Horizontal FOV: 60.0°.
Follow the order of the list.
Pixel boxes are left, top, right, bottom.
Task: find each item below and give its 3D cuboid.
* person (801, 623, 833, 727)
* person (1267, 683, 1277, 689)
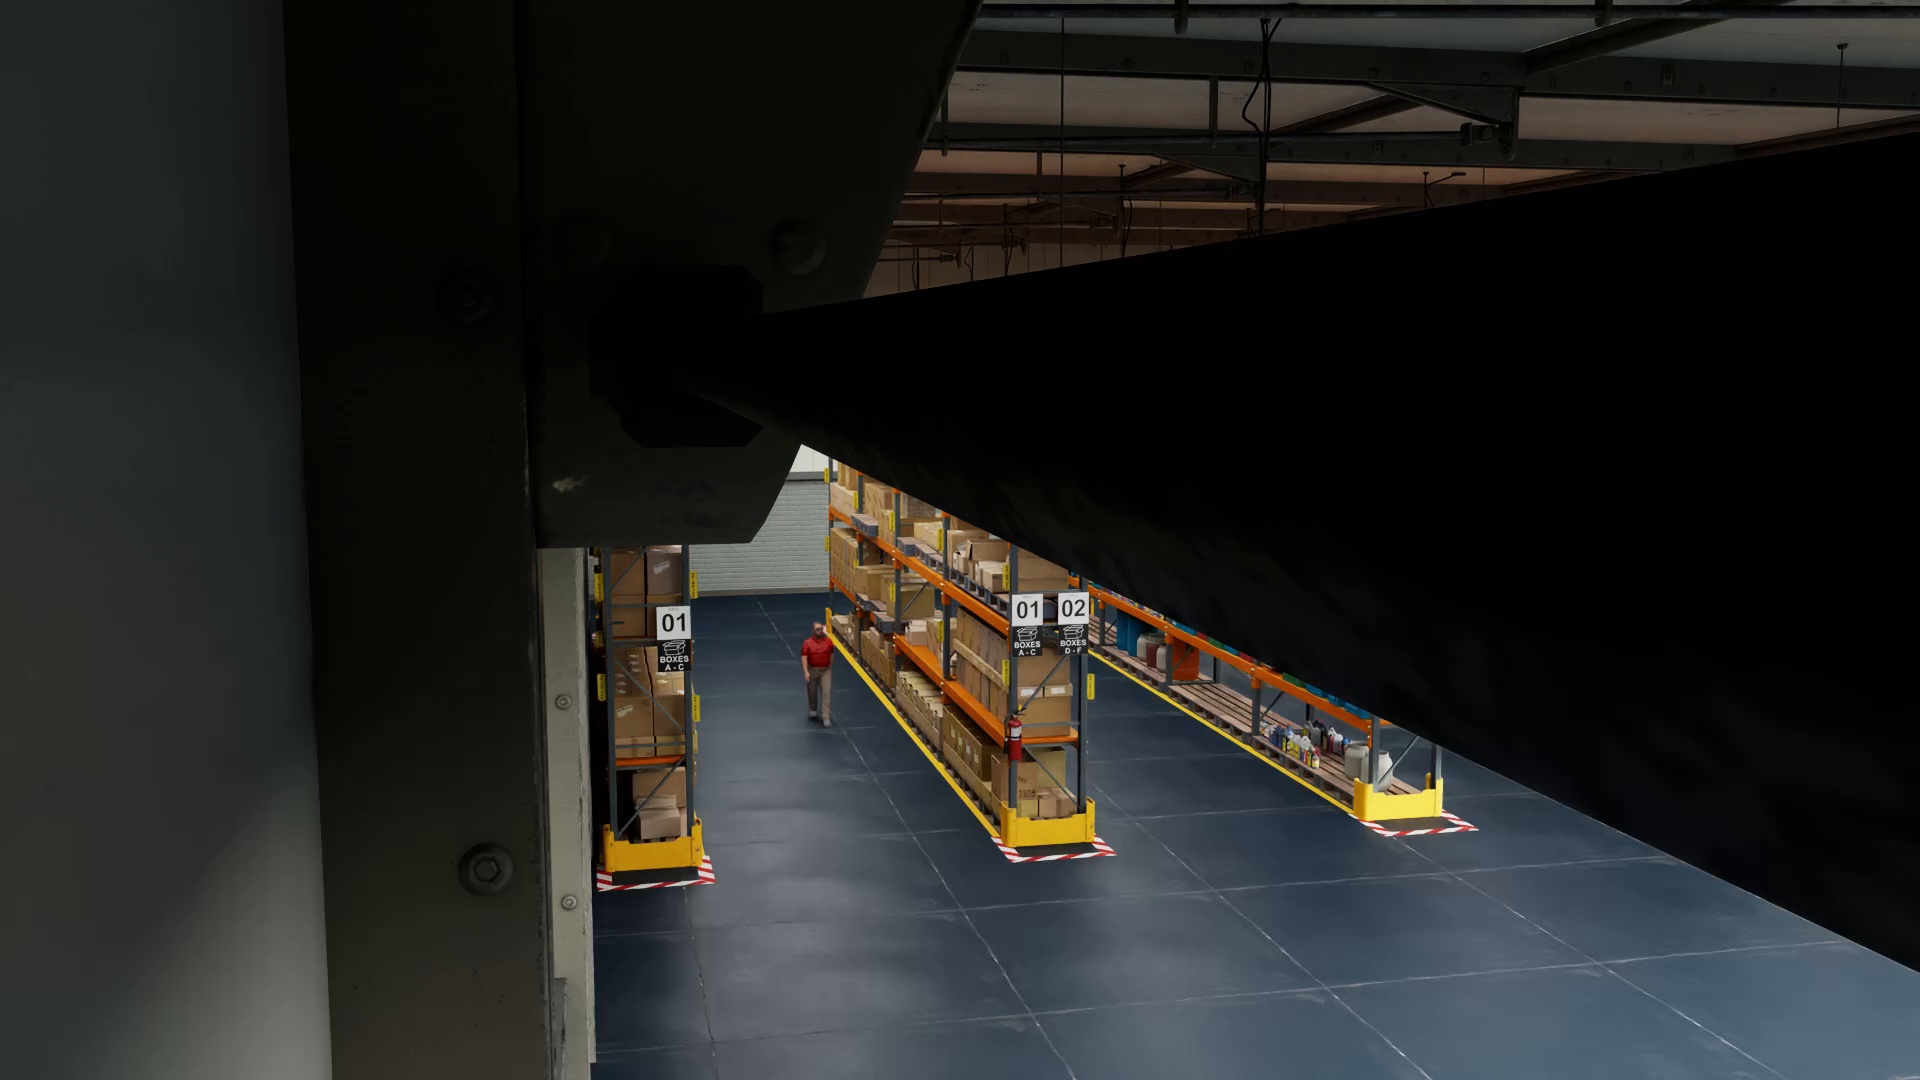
[{"bbox_3d":[-2.358,2.204,27.629,0.552,1.653,1.077,-1,7,-10],"label":"person"},{"bbox_3d":[5.675,1.860,30.660,0.444,1.623,1.052,-3,7,-21],"label":"person"}]
